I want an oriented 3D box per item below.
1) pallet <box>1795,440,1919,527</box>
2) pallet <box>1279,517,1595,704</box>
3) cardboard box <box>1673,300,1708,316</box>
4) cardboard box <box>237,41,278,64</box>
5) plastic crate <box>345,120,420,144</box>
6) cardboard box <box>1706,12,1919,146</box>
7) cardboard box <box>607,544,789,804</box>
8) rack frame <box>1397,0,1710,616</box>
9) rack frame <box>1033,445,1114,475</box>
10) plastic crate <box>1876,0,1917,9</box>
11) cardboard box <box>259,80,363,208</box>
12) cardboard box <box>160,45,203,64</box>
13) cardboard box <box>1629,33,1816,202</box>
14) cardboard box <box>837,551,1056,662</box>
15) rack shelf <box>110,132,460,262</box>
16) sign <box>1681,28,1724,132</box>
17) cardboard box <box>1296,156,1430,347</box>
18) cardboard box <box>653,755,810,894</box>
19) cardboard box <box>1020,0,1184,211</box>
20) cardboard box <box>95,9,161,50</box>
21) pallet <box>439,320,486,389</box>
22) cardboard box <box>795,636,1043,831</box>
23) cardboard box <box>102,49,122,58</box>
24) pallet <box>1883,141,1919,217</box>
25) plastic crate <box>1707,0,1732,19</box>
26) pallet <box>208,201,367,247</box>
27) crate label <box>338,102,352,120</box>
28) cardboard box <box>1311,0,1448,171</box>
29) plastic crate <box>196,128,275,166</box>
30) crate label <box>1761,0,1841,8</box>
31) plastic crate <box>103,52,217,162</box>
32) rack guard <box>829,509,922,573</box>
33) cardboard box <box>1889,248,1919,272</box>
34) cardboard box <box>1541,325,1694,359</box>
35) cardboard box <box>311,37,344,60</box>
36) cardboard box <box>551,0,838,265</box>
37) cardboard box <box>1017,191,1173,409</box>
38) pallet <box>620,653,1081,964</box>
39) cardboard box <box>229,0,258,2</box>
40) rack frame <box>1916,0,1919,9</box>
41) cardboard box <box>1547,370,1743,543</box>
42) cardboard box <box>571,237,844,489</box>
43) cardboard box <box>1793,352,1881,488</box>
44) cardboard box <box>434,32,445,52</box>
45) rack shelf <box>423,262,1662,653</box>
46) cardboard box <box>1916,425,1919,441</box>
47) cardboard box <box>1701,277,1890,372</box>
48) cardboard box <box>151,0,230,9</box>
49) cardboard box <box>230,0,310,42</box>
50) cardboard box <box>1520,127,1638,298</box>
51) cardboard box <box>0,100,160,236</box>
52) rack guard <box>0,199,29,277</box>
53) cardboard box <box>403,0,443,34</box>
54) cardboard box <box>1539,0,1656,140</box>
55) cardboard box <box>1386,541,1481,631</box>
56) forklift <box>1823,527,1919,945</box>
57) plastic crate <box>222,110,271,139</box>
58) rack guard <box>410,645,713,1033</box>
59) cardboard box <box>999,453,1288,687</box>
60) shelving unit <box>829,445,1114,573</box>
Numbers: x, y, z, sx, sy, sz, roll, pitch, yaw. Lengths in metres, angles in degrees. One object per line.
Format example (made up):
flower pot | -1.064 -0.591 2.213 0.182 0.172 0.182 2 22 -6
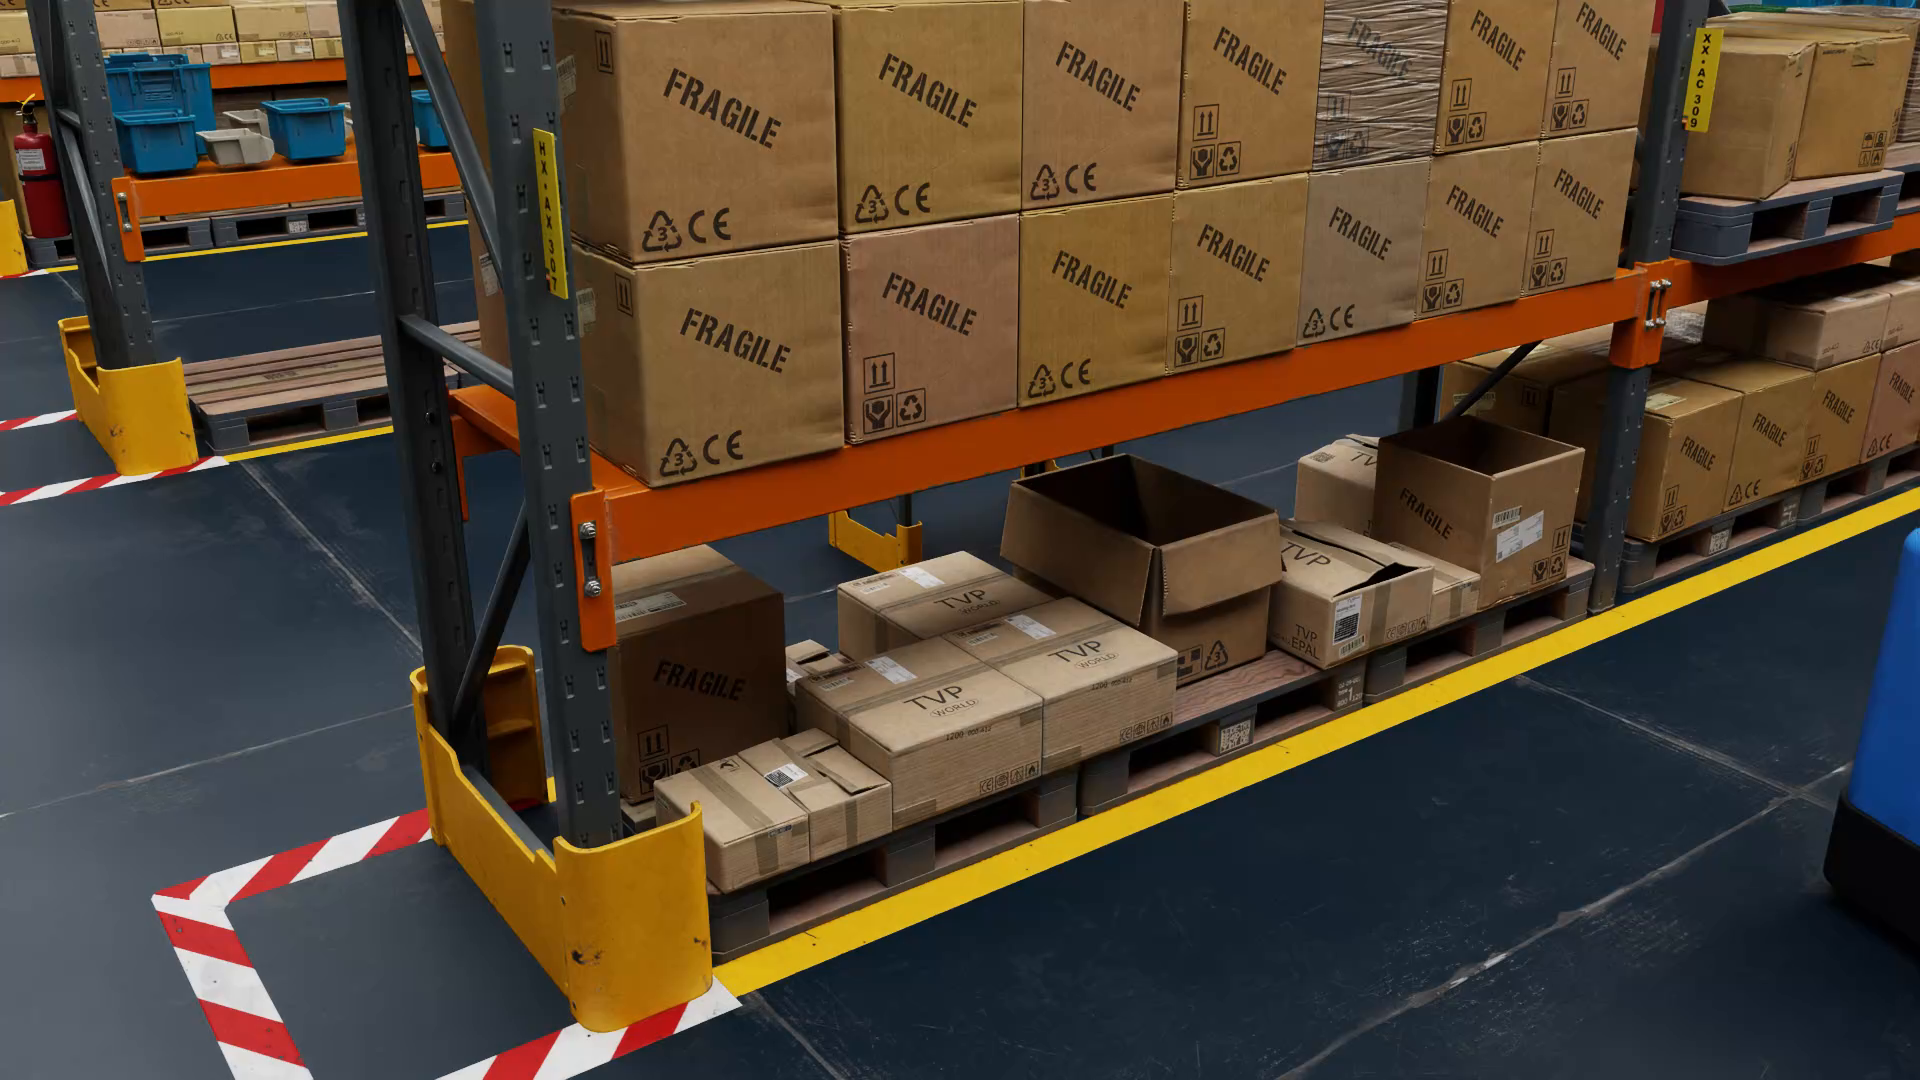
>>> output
pallet | 3.745 -0.431 7.691 1.213 0.211 1.003 -15 26 -33
pallet | 1.558 0.171 6.184 1.213 0.211 1.003 -15 26 -33
cardboard box | 3.574 -0.833 7.715 0.500 0.500 0.500 -16 27 -35
cardboard box | -5.185 -3.582 12.165 0.250 0.149 0.380 -16 27 -34
plastic crate | -2.769 -1.949 8.009 0.298 0.136 0.250 -15 26 -33
cardboard box | 3.514 -1.915 6.947 0.700 0.500 0.500 17 27 36
cardboard box | -0.833 0.358 4.731 0.500 0.500 0.500 -15 26 -33
rack frame | 2.116 -1.273 6.039 0.127 3.000 1.000 -15 26 -33
rack frame | 0.482 -0.825 6.940 0.032 1.500 0.500 -15 26 -33
plastic crate | 8.736 -5.094 15.815 0.616 0.251 0.499 -15 26 -33
cardboard box | -4.979 -3.149 13.040 0.875 0.875 0.875 -15 26 -33
cardboard box | -5.599 -3.472 11.889 0.250 0.149 0.380 -16 27 -34
cardboard box | 2.631 -1.550 6.031 0.700 0.500 0.500 14 26 32
cardboard box | -0.045 0.277 5.270 0.500 0.250 0.500 -15 26 -33
rack shelf | -2.397 -1.997 8.824 4.000 0.370 1.077 -15 26 -33
sign | 2.439 -1.513 5.473 0.005 0.325 0.100 -15 26 -33
cardboard box | 1.027 -0.910 4.995 0.500 0.500 0.500 -14 26 -32
cardboard box | -0.590 0.726 4.284 0.250 0.149 0.380 -15 26 -33
cardboard box | 0.212 -1.157 4.264 0.500 0.500 0.500 -15 26 -32
cardboard box | -5.948 -3.594 11.656 0.500 0.250 0.500 -15 26 -33
pallet | -2.339 -1.032 9.198 1.213 0.211 1.003 -15 26 -33
cardboard box | -0.118 0.525 4.649 0.500 0.250 0.500 -15 26 -33
cardboard box | -6.017 -3.360 11.609 0.250 0.149 0.380 -16 27 -34
pallet | 3.787 -1.627 7.186 1.213 0.211 1.003 -15 26 -33
plastic crate | 6.219 -4.542 14.314 0.504 0.338 0.767 -15 26 -33
pallet | -5.320 -2.552 13.007 1.213 0.211 1.003 -15 26 -33
crate label | -3.009 -2.160 8.538 0.243 0.136 0.396 -15 26 -33
cardboard box | 1.033 -1.376 4.812 0.500 0.500 0.500 -15 26 -32
plastic crate | -3.319 -1.802 7.641 0.298 0.136 0.250 -15 26 -33
crate label | 7.631 -4.898 15.076 0.616 0.435 0.502 -15 26 -33
plastic crate | -3.858 -2.071 7.910 0.499 0.435 0.616 -15 26 -33
rack guard | -0.342 -0.025 6.621 0.087 0.250 0.587 -15 26 -33
cardboard box | 4.698 -1.244 7.733 0.500 0.250 0.500 -14 26 -31
cardboard box | 2.756 -0.614 7.166 0.500 0.500 0.500 -15 26 -33
cardboard box | -4.765 -3.694 12.446 0.250 0.149 0.380 -15 26 -34
cardboard box | -0.617 -0.935 3.707 0.500 0.500 0.500 -14 26 -31
cardboard box | 0.208 -0.691 4.446 0.500 0.500 0.500 -15 26 -33
pallet | -0.423 0.699 4.860 1.213 0.211 1.003 -15 26 -33
cardboard box | -5.429 -3.975 12.612 0.500 0.250 0.500 -15 26 -33
rack frame | 8.967 -5.361 16.284 0.127 3.000 1.000 -15 26 -33
cardboard box | 2.651 -0.348 6.499 0.500 0.500 0.500 -16 27 -35
cardboard box | -0.617 -0.470 3.892 0.500 0.500 0.500 -14 26 -32
cardboard box | 3.488 -0.572 7.062 0.500 0.500 0.500 -15 26 -32
cardboard box | -4.140 -3.861 12.865 0.250 0.149 0.380 -15 26 -34
rack shelf | 0.493 -0.506 5.087 4.000 0.370 1.077 -15 26 -33
cardboard box | 4.321 -0.797 7.625 0.500 0.500 0.500 -16 27 -35
cardboard box | 3.463 -0.912 6.903 0.500 0.250 0.500 -15 26 -33
cardboard box | -5.543 -4.050 11.787 0.500 0.500 0.500 -16 27 -34
cardboard box | -5.117 -3.816 12.213 0.500 0.250 0.500 -16 27 -34
cardboard box | 1.860 -1.134 5.556 0.500 0.500 0.500 -14 26 -32
cardboard box | -6.440 -2.759 12.063 0.875 0.875 0.875 -15 26 -33
rack guard | -6.933 -2.222 11.790 0.348 0.500 1.175 -15 26 -33
cardboard box | -4.290 -4.035 12.762 0.500 0.250 0.500 -14 26 -31
cardboard box | 1.857 -1.596 5.365 0.500 0.500 0.500 -15 26 -33
cardboard box | 1.550 0.155 5.714 0.250 0.149 0.380 -15 26 -33
forklift | 3.883 -0.407 3.961 3.031 2.935 1.130 -7 23 -17
plastic crate | -3.464 -2.034 8.222 0.243 0.136 0.396 -15 26 -33
rack guard | -1.069 0.738 4.374 0.348 0.500 1.175 -15 26 -33
cardboard box | 0.594 0.091 5.397 0.637 0.503 0.797 -15 26 -33
shelving unit | 0.062 -0.713 6.660 1.083 1.500 0.587 -15 26 -33
